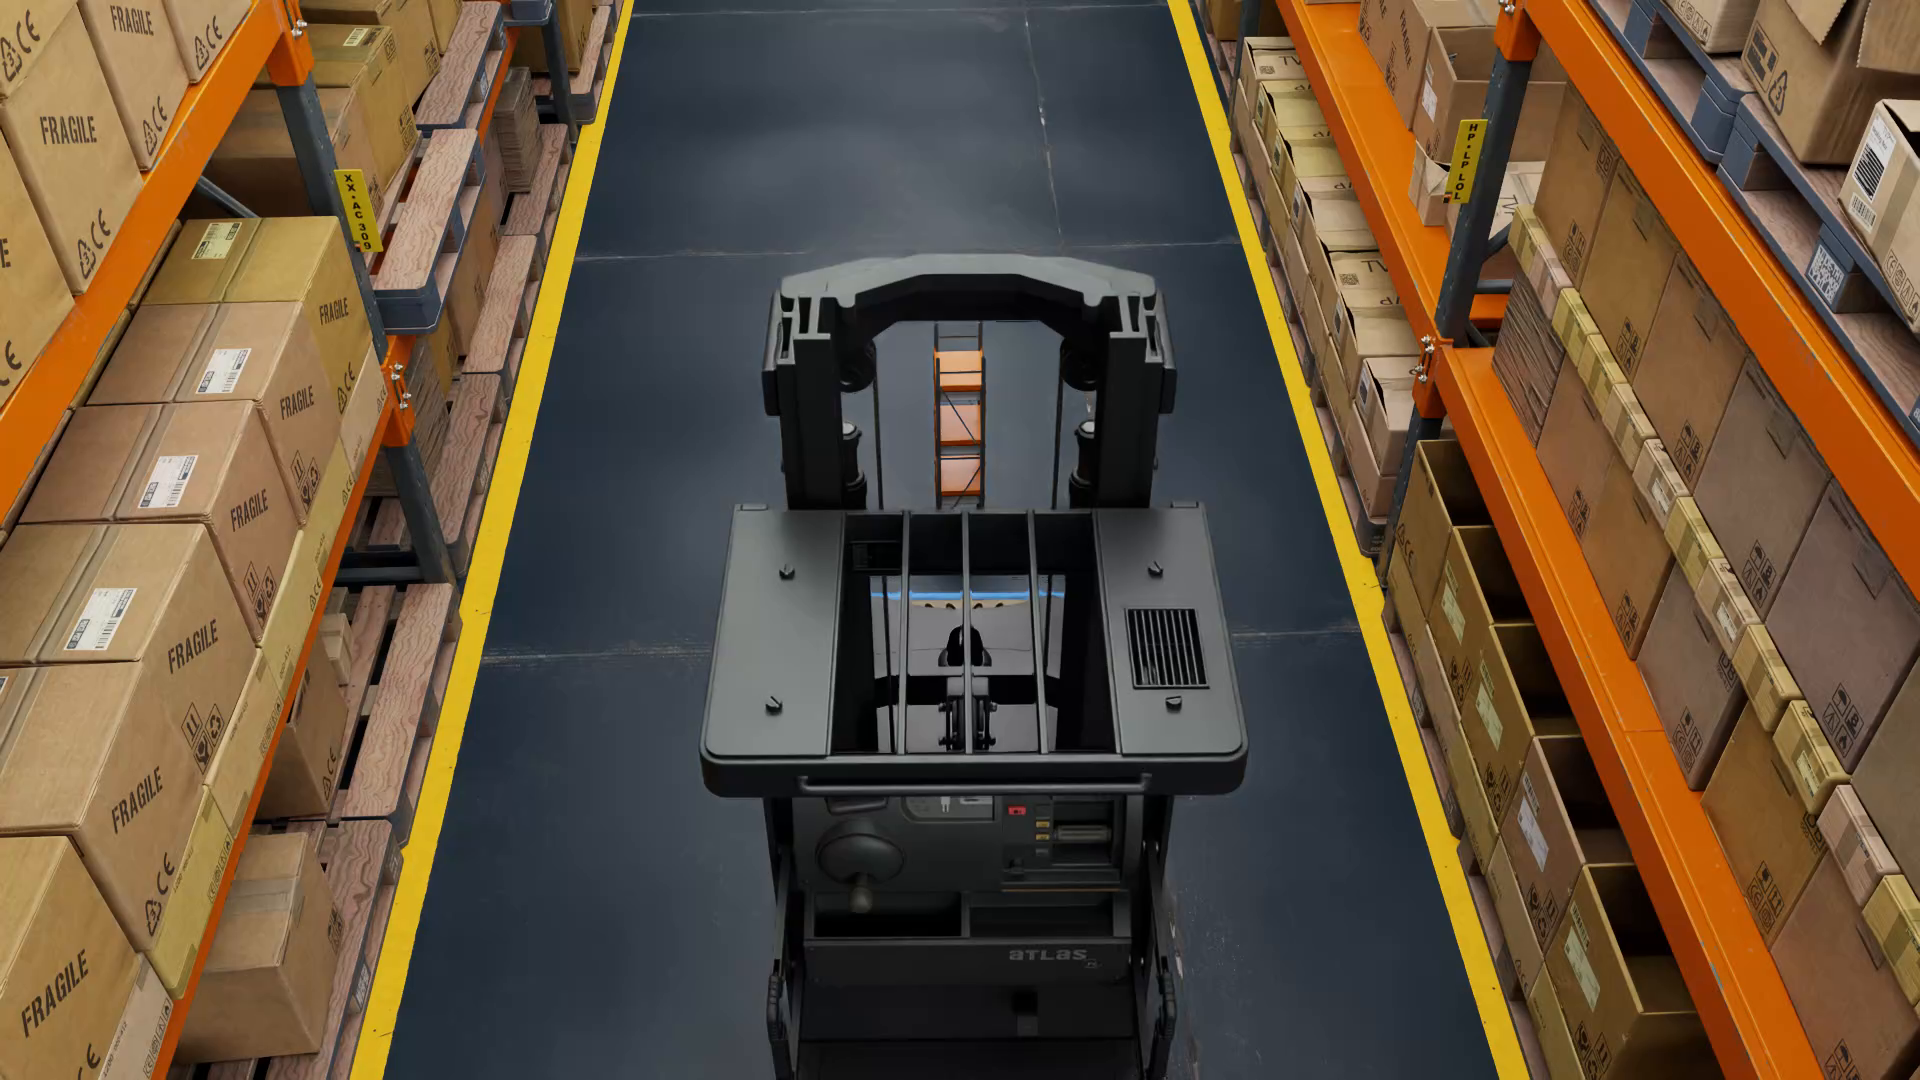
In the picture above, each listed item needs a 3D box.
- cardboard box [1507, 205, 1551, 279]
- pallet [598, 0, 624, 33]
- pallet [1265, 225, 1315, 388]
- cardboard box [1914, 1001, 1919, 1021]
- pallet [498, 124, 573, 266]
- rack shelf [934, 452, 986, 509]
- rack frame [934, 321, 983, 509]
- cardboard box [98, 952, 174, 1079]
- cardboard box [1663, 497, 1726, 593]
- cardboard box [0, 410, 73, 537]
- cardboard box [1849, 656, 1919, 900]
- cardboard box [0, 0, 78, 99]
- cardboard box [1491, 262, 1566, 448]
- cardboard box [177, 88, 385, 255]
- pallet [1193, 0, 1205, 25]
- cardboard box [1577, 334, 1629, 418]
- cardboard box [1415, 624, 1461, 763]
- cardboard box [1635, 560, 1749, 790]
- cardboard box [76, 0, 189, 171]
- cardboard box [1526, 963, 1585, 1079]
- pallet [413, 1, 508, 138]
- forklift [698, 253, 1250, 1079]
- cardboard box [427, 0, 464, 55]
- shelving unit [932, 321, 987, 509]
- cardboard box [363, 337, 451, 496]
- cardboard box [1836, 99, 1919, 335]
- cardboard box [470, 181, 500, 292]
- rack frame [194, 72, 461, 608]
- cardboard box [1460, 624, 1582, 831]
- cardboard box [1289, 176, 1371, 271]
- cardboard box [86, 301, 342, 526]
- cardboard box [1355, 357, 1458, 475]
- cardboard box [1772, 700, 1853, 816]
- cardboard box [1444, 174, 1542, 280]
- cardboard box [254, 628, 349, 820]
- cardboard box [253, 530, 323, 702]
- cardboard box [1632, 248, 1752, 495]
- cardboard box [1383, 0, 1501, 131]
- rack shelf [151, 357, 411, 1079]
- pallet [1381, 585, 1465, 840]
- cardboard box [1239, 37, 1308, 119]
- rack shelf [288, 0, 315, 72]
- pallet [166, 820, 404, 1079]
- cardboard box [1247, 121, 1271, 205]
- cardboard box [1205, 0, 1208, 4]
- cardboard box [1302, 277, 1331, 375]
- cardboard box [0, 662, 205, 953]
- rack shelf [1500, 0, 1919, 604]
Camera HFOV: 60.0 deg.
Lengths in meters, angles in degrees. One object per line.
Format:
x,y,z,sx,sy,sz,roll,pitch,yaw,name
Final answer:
2.131,-1.036,5.756,0.380,0.149,0.250,-2,43,-2,cardboard box
-2.813,-3.831,11.423,1.003,0.211,1.213,-2,43,-2,pallet
2.188,-1.241,8.598,1.003,0.211,1.213,-2,43,-2,pallet
2.264,1.048,3.483,0.380,0.149,0.250,-1,43,-1,cardboard box
-2.774,-1.948,9.368,1.003,0.211,1.213,-2,43,-2,pallet
-0.002,-0.210,7.279,0.215,0.259,0.240,-2,43,-2,rack shelf
-0.007,-0.506,7.174,0.200,1.050,0.008,-2,43,-2,rack frame
-2.206,1.257,3.905,0.500,0.250,0.500,-3,43,-3,cardboard box
2.200,0.009,4.616,0.380,0.149,0.250,-2,43,-2,cardboard box
-2.791,-0.022,4.745,0.500,0.500,0.500,-1,43,-1,cardboard box
2.446,0.532,3.566,0.700,0.500,0.500,-3,43,-3,cardboard box
-2.277,-1.269,3.515,0.500,0.500,0.500,-3,43,-3,cardboard box
2.338,-0.685,5.853,0.700,0.500,0.500,-3,43,-3,cardboard box
-2.623,-1.346,6.249,0.700,0.500,0.500,-2,43,-2,cardboard box
2.101,-3.947,11.549,1.003,0.211,1.213,-2,43,-2,pallet
2.167,-0.516,5.189,0.380,0.149,0.250,-2,43,-2,cardboard box
2.046,0.571,6.281,0.500,0.250,0.500,-2,43,-2,cardboard box
2.407,0.356,4.718,0.700,0.500,0.500,0,43,-1,cardboard box
-2.359,-1.277,4.264,0.500,0.500,0.500,-5,43,-5,cardboard box
2.109,1.583,5.176,0.500,0.250,0.500,-2,43,-2,cardboard box
-2.681,-2.097,7.610,1.003,0.211,1.213,-2,43,-2,pallet
0.025,0.877,4.274,1.130,2.935,3.031,0,43,0,forklift
-2.701,-2.545,7.556,0.700,0.500,0.500,-2,43,-2,cardboard box
-0.002,-0.423,7.084,0.215,1.050,0.252,-2,43,-2,shelving unit
-2.684,-0.540,7.293,0.700,0.500,0.500,0,43,0,cardboard box
2.147,-0.672,3.344,0.500,0.311,0.500,3,43,3,cardboard box
-2.768,-1.574,8.421,0.700,0.500,0.500,-2,43,-2,cardboard box
-2.636,-0.803,6.056,1.000,3.000,0.127,-2,43,-2,rack frame
2.063,0.632,5.659,0.500,0.500,0.500,-2,43,-2,cardboard box
1.945,-1.588,8.221,0.500,0.311,0.500,-2,43,-2,cardboard box
-2.280,-0.384,5.140,0.500,0.500,0.500,-2,43,-2,cardboard box
2.010,-0.561,7.100,0.500,0.311,0.500,-2,43,-2,cardboard box
2.233,0.528,4.050,0.380,0.149,0.250,0,43,0,cardboard box
2.249,-1.223,6.625,0.500,0.250,0.500,1,43,1,cardboard box
-2.552,0.656,5.988,0.500,0.500,0.500,-5,43,-5,cardboard box
-2.263,0.232,5.023,0.500,0.250,0.500,-2,43,-2,cardboard box
2.382,-0.484,4.674,0.700,0.500,0.500,-2,43,-2,cardboard box
2.253,-2.197,7.503,0.500,0.500,0.500,-2,43,-2,cardboard box
-2.551,0.813,4.826,1.077,0.370,4.000,-2,43,-2,rack shelf
2.305,0.619,6.569,1.003,0.211,1.213,-2,43,-2,pallet
1.872,-2.634,9.362,0.500,0.311,0.500,0,43,0,cardboard box
-2.721,-2.994,6.758,1.077,0.370,4.000,-2,43,-2,rack shelf
-2.517,1.503,5.604,1.003,0.211,1.213,-2,43,-2,pallet
1.894,-2.088,9.182,0.500,0.250,0.500,-3,43,-3,cardboard box
1.847,-3.863,10.918,0.500,0.500,0.500,-3,43,-3,cardboard box
1.964,-1.047,8.046,0.500,0.250,0.500,-1,43,-1,cardboard box
-2.213,0.655,4.006,0.500,0.500,0.500,-3,43,-3,cardboard box
2.398,-0.438,3.970,1.077,0.370,4.000,-2,43,-2,rack shelf
